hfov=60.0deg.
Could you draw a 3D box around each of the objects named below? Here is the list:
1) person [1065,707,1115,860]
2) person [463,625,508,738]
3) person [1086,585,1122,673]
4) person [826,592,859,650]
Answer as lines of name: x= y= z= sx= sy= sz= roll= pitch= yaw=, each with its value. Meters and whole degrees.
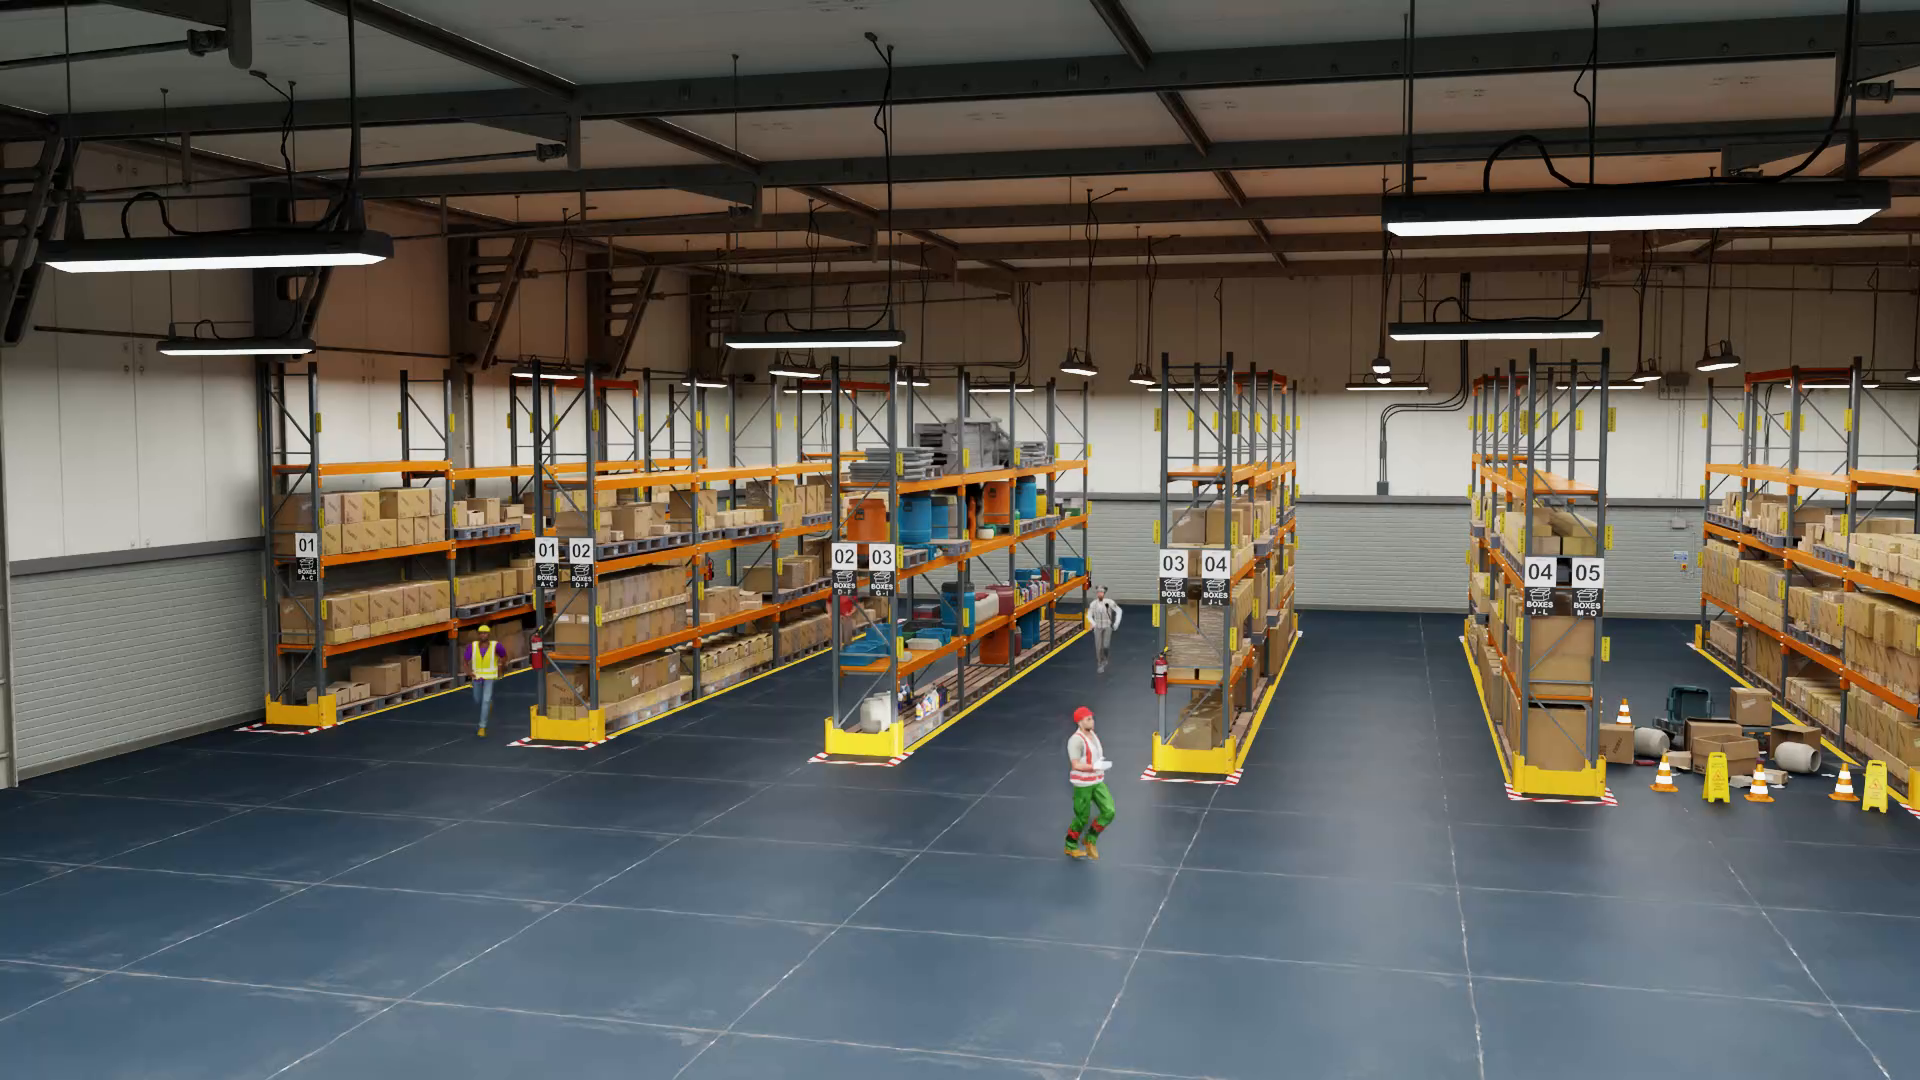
person: x=1.477 y=2.779 z=18.922 sx=0.675 sy=1.774 sz=0.650 roll=4 pitch=6 yaw=43
person: x=-7.723 y=2.253 z=26.983 sx=0.672 sy=1.757 sz=1.091 roll=0 pitch=4 yaw=1
person: x=2.705 y=1.682 z=31.443 sx=0.642 sy=1.677 sz=0.592 roll=1 pitch=4 yaw=14
person: x=-2.286 y=1.612 z=32.165 sx=0.671 sy=1.758 sz=0.689 roll=1 pitch=4 yaw=7
